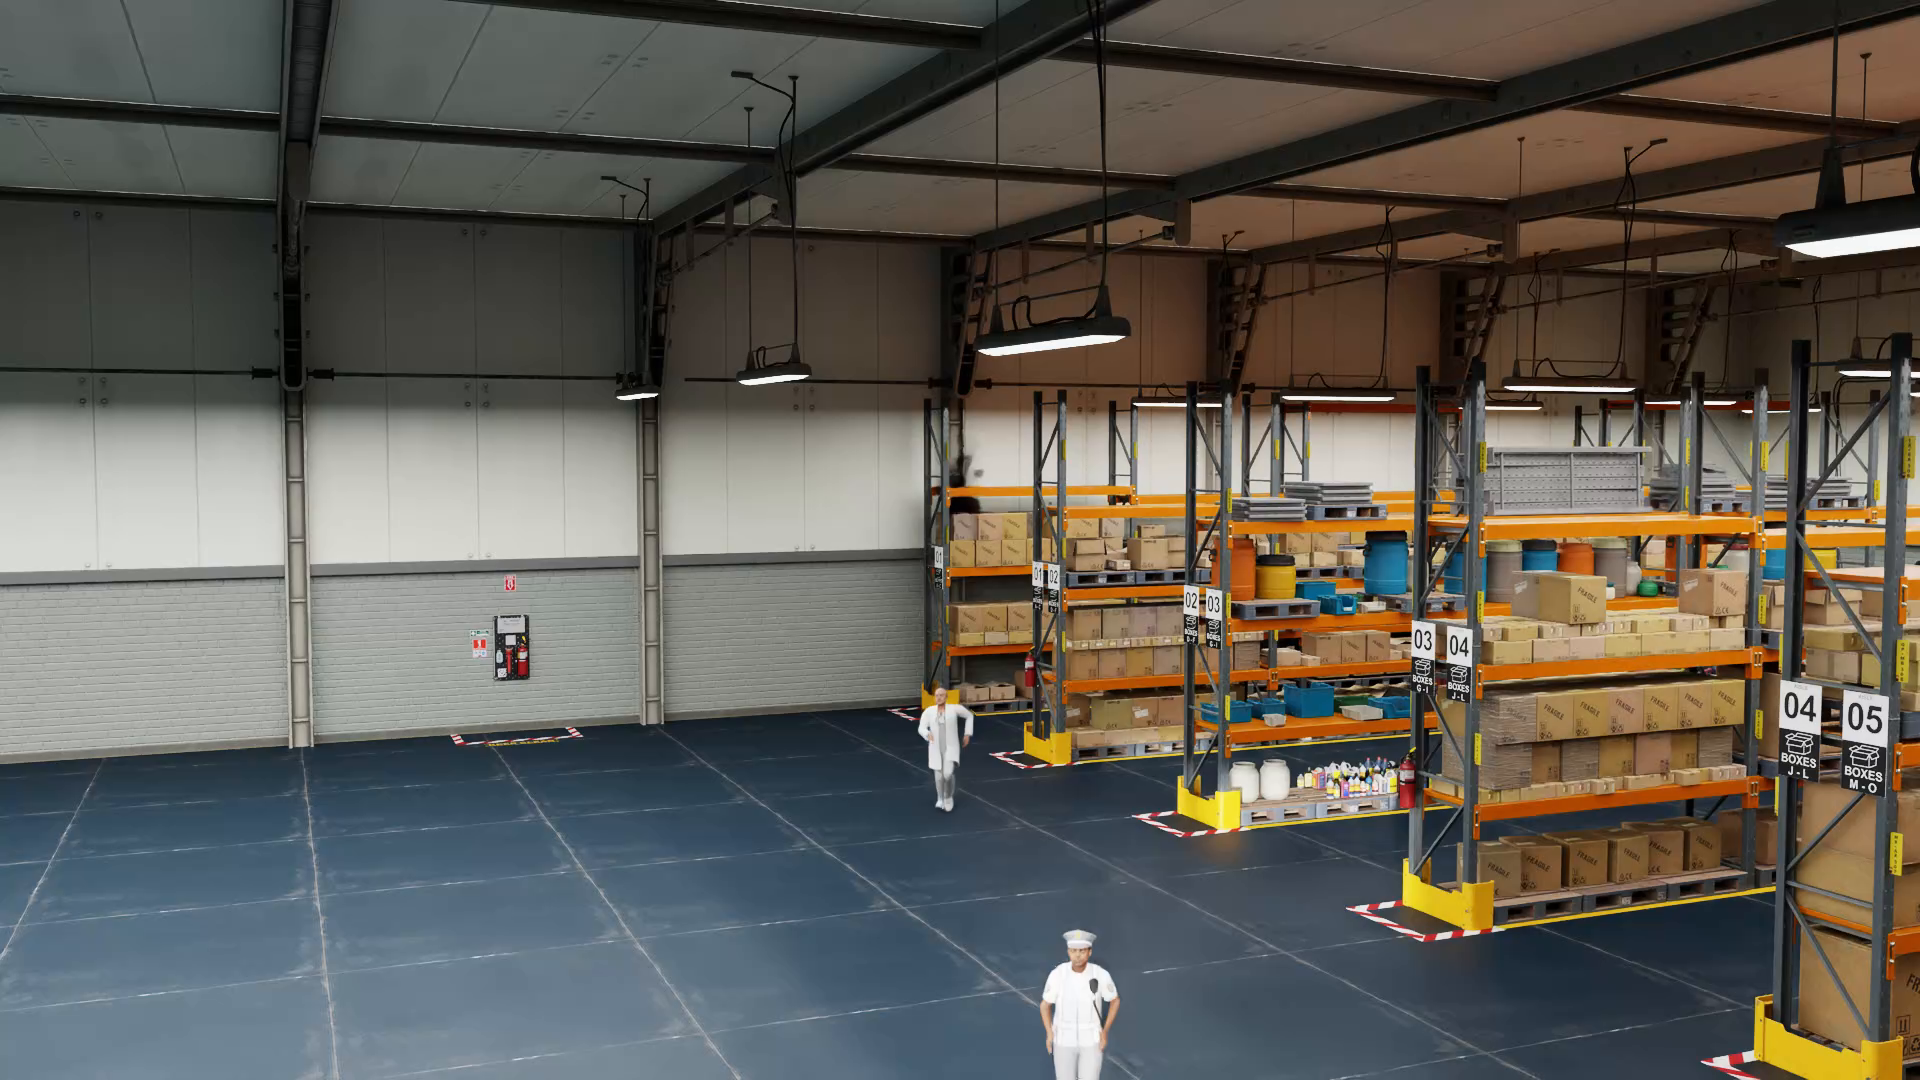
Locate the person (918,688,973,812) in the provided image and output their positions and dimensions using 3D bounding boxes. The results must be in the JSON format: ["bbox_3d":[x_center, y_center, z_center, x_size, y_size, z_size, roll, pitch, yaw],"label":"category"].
[{"bbox_3d":[-0.206,2.914,23.079,0.724,1.734,0.900,1,3,12],"label":"person"}]

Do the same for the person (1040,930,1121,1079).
[{"bbox_3d":[0.873,3.635,12.093,0.584,1.674,0.668,0,3,6],"label":"person"}]
